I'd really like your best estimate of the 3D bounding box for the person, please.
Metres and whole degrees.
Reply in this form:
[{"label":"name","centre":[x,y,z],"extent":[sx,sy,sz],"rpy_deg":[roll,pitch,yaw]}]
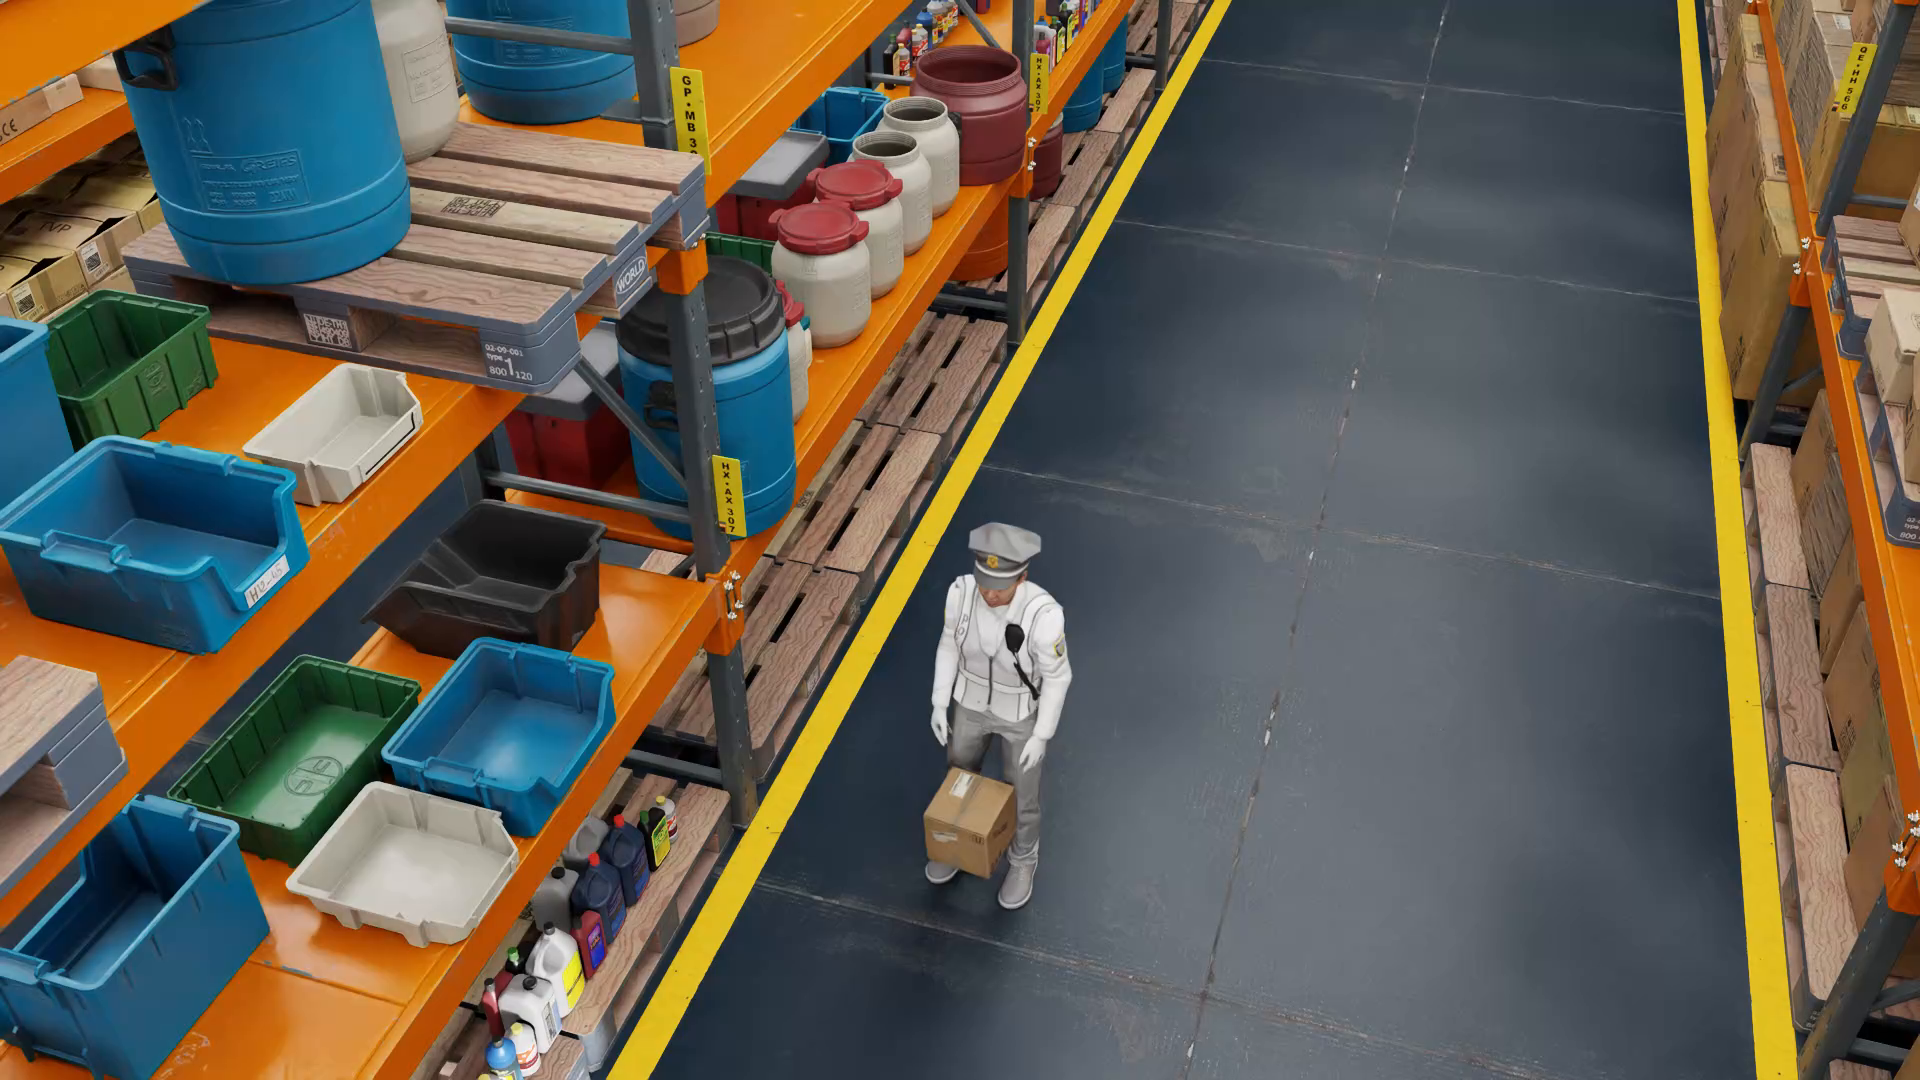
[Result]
[{"label":"person","centre":[0.143,0.630,6.051],"extent":[0.508,1.673,0.360],"rpy_deg":[15,40,19]}]
